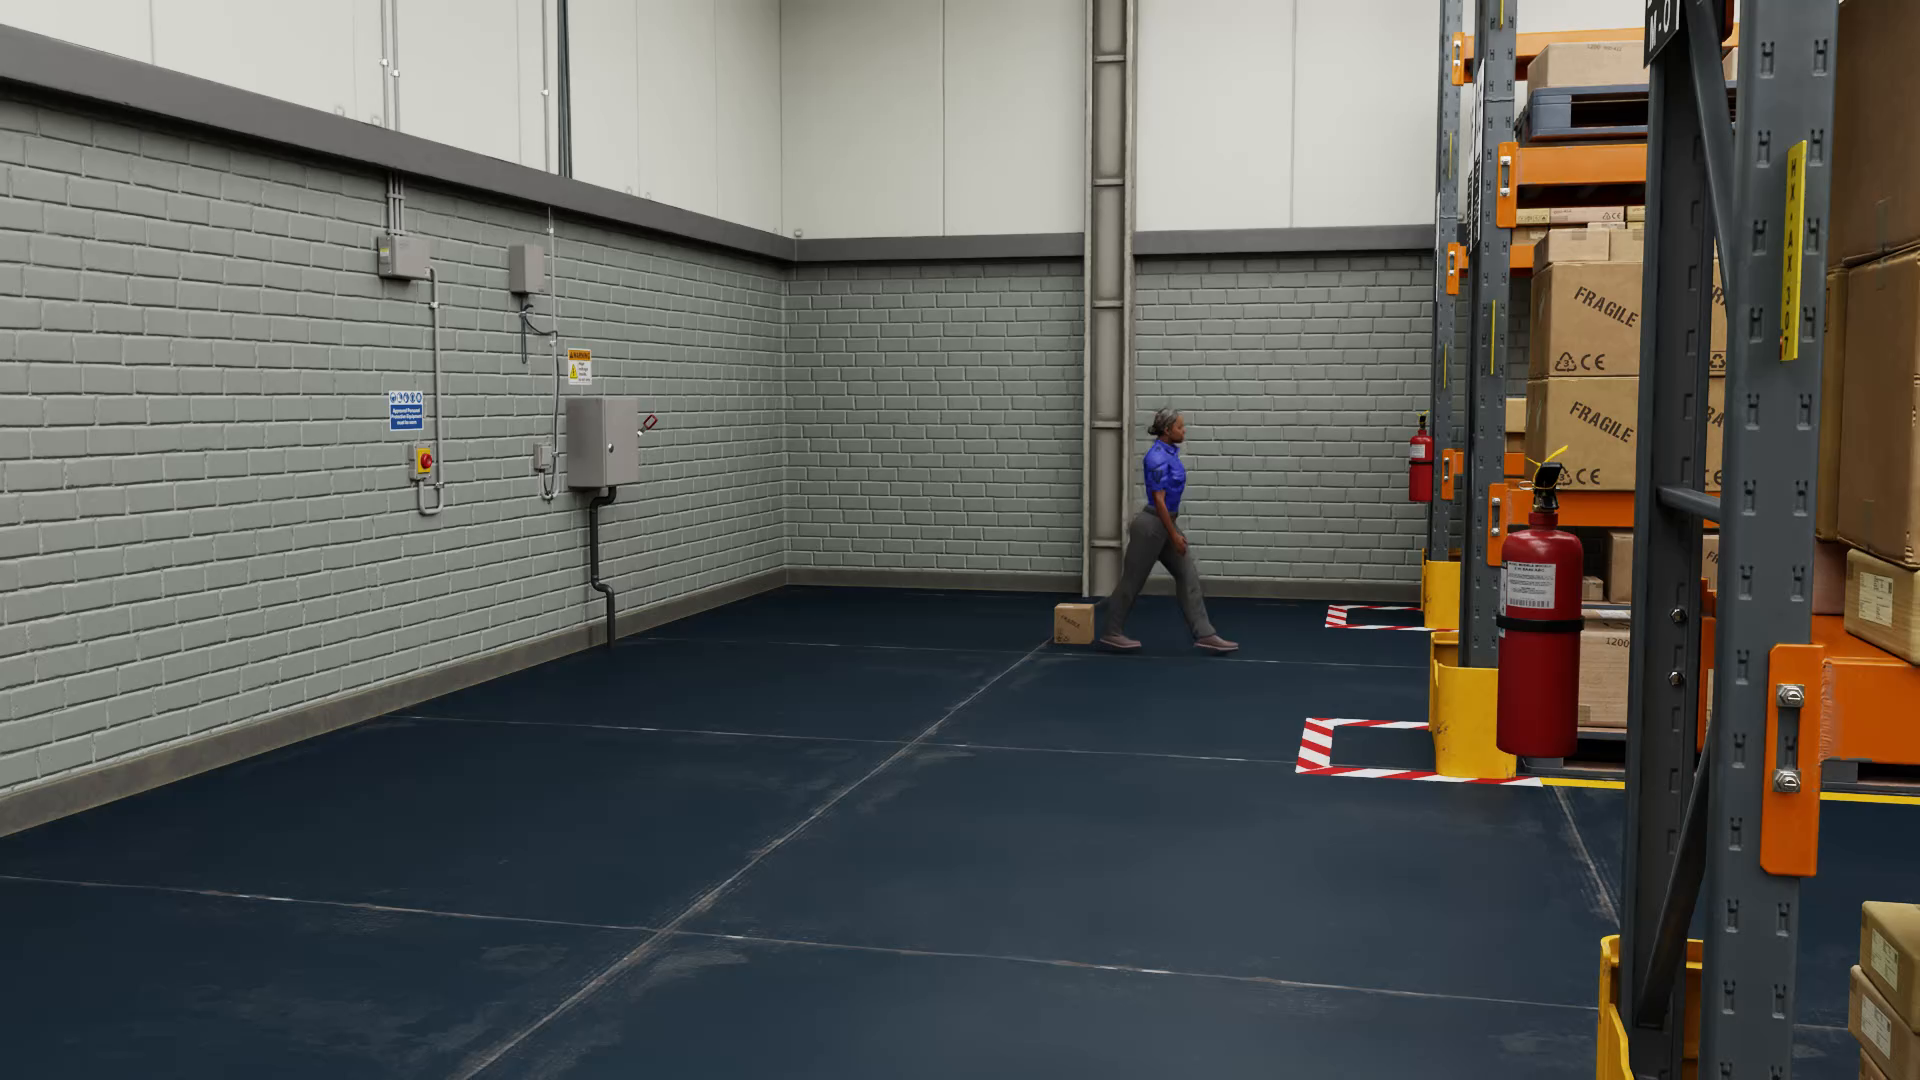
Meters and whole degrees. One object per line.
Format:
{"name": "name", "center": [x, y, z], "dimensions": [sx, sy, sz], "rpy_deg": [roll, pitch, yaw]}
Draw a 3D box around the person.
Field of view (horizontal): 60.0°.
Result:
{"name": "person", "center": [1.363, -0.013, 10.990], "dimensions": [0.908, 1.502, 0.444], "rpy_deg": [2, 6, 26]}
